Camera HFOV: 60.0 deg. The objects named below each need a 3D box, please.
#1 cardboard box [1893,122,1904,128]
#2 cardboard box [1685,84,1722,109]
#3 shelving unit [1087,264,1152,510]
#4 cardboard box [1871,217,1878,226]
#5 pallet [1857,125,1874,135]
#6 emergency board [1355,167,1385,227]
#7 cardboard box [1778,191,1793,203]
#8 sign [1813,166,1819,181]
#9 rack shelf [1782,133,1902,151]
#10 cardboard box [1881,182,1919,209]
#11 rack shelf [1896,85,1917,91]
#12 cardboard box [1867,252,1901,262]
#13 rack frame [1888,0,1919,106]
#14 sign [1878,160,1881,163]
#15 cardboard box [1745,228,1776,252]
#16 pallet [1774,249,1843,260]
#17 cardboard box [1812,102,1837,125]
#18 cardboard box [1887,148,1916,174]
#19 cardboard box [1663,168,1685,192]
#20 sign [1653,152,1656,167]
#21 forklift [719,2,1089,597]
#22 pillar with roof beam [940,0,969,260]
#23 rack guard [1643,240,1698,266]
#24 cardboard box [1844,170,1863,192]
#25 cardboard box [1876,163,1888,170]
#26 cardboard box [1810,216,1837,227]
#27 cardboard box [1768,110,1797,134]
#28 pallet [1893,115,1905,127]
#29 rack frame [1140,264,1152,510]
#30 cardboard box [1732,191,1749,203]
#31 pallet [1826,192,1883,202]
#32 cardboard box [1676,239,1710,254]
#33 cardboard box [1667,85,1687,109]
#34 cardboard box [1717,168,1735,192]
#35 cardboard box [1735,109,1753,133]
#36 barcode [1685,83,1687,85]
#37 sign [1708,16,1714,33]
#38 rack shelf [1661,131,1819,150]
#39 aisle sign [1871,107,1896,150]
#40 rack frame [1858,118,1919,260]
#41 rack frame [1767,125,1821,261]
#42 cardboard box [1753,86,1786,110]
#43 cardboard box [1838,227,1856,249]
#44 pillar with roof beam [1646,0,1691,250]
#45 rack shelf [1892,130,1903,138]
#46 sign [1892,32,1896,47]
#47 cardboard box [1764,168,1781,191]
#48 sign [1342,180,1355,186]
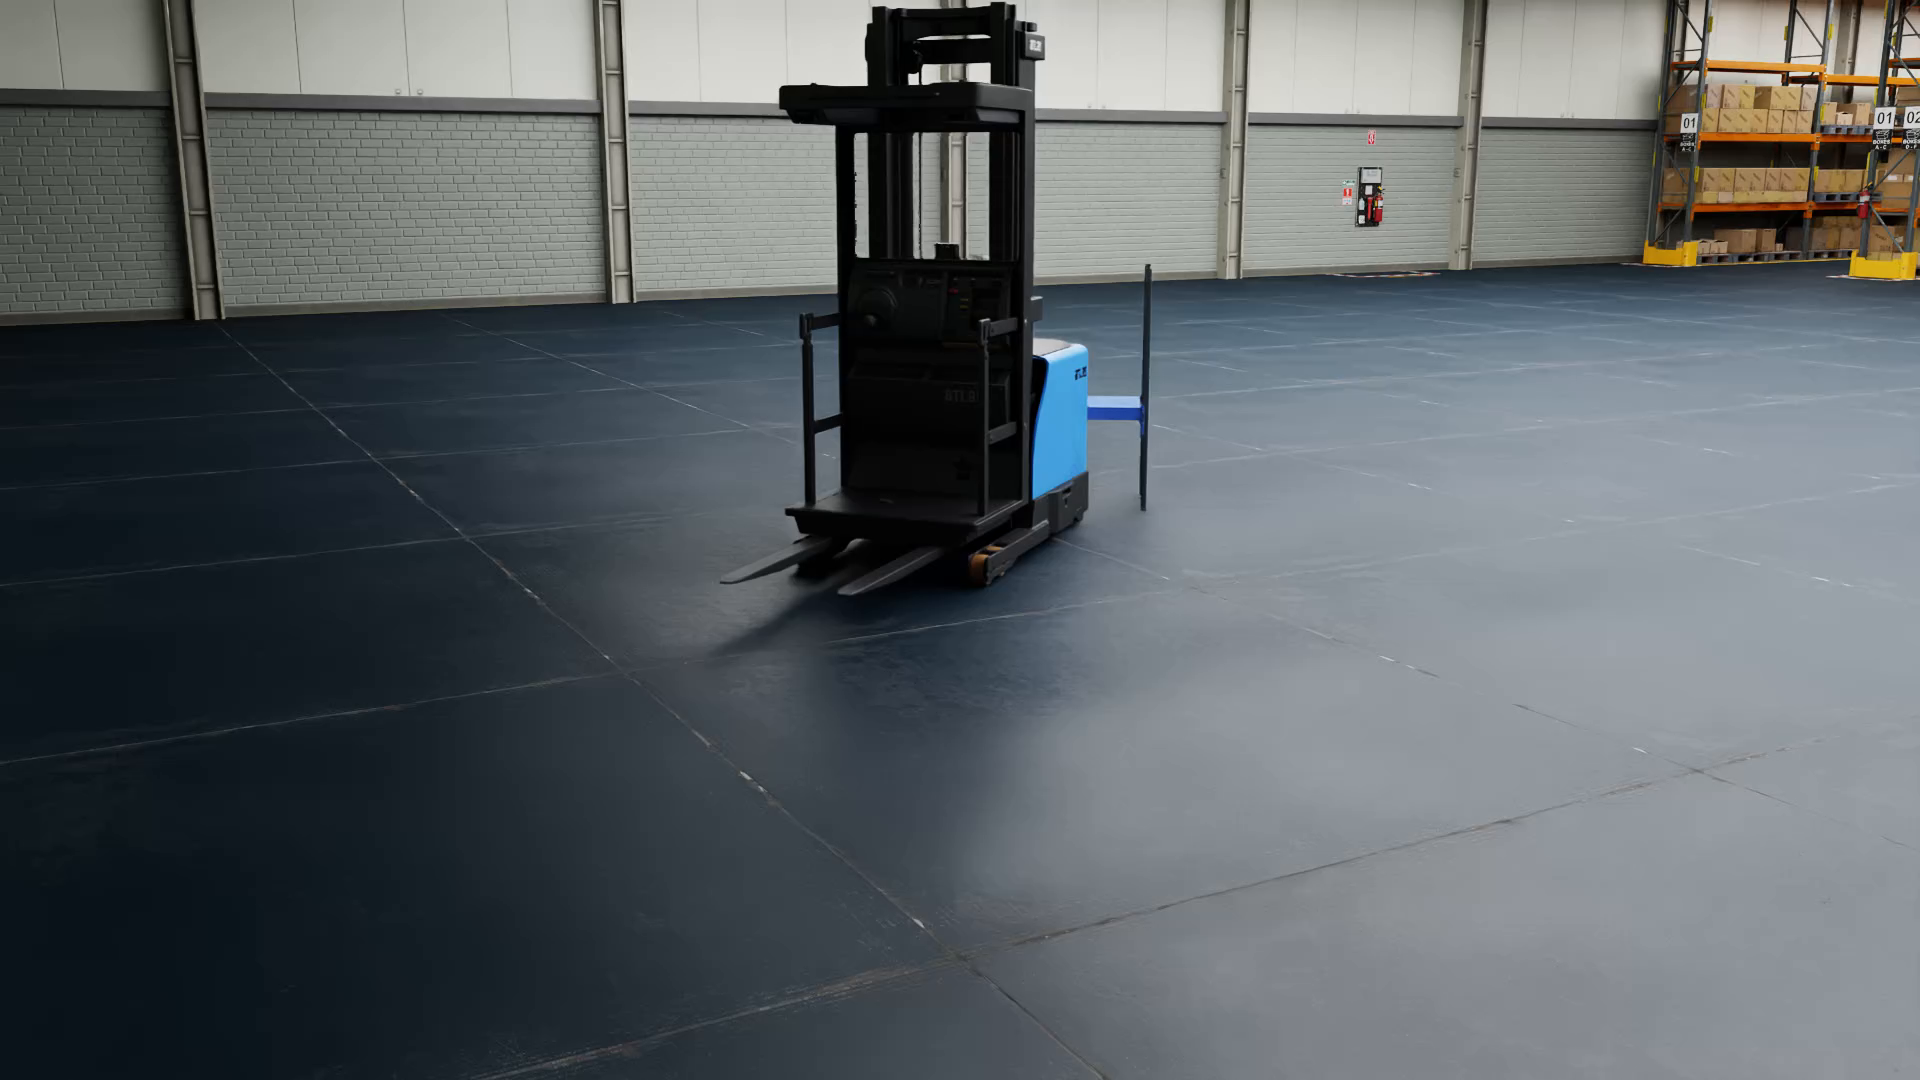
[{"bbox_3d":[22.026,-9.656,39.009,0.500,0.311,0.500,-7,14,-28],"label":"cardboard box"},{"bbox_3d":[15.961,-9.516,35.679,0.500,0.500,0.500,-8,15,-32],"label":"cardboard box"},{"bbox_3d":[0.668,-0.982,10.558,1.048,1.500,0.538,1,13,5],"label":"shelving unit"},{"bbox_3d":[21.391,-7.582,39.449,0.500,0.250,0.500,-7,14,-27],"label":"cardboard box"},{"bbox_3d":[20.519,-9.459,38.405,1.003,0.211,1.213,-7,14,-28],"label":"pallet"},{"bbox_3d":[8.253,-6.869,33.300,0.643,1.169,0.194,-7,14,-28],"label":"emergency board"},{"bbox_3d":[18.306,-7.711,37.337,0.500,0.250,0.500,-7,14,-28],"label":"cardboard box"},{"bbox_3d":[19.284,-8.252,37.473,0.005,0.325,0.100,-7,14,-28],"label":"sign"},{"bbox_3d":[20.773,-9.256,38.714,4.000,0.370,1.077,-7,14,-28],"label":"rack shelf"},{"bbox_3d":[18.299,-6.654,32.115,0.500,0.500,0.700,-7,14,-28],"label":"cardboard box"},{"bbox_3d":[24.284,-10.945,40.298,4.000,0.370,1.077,-7,14,-28],"label":"rack shelf"},{"bbox_3d":[18.213,-5.535,32.679,0.500,0.250,0.500,-7,14,-28],"label":"cardboard box"},{"bbox_3d":[22.529,-11.281,39.240,0.127,3.000,1.000,-7,14,-28],"label":"rack frame"},{"bbox_3d":[22.260,-9.026,40.246,0.005,0.325,0.100,-7,14,-28],"label":"sign"},{"bbox_3d":[18.126,-6.812,37.736,0.500,0.500,0.500,-8,15,-32],"label":"cardboard box"},{"bbox_3d":[19.700,-6.655,38.700,1.213,0.211,1.003,-7,14,-28],"label":"pallet"},{"bbox_3d":[19.536,-9.693,37.830,0.500,0.500,0.500,-5,13,-20],"label":"cardboard box"},{"bbox_3d":[18.346,-7.292,31.998,0.500,0.500,0.700,-7,14,-28],"label":"cardboard box"},{"bbox_3d":[15.819,-7.906,36.494,0.500,0.500,0.500,-7,14,-28],"label":"cardboard box"},{"bbox_3d":[15.258,-8.341,36.482,0.005,0.325,0.100,-7,14,-28],"label":"sign"},{"bbox_3d":[-0.243,-1.298,8.702,1.130,2.935,3.031,5,14,21],"label":"forklift"},{"bbox_3d":[1.970,-7.957,24.468,0.400,9.000,9.100,-7,14,-28],"label":"pillar with roof beam"},{"bbox_3d":[15.573,-6.301,36.469,0.348,0.500,1.175,-7,14,-28],"label":"rack guard"},{"bbox_3d":[20.538,-8.377,38.768,0.500,0.500,0.700,-5,14,-20],"label":"cardboard box"},{"bbox_3d":[21.965,-8.855,39.418,0.250,0.149,0.380,-10,16,-37],"label":"cardboard box"},{"bbox_3d":[20.041,-7.422,38.740,0.500,0.250,0.500,-7,15,-29],"label":"cardboard box"},{"bbox_3d":[18.243,-9.304,37.013,0.500,0.500,0.500,-8,15,-33],"label":"cardboard box"},{"bbox_3d":[18.517,-8.048,31.908,1.213,0.211,1.003,-7,14,-28],"label":"pallet"},{"bbox_3d":[1.174,-0.972,10.511,0.032,1.500,0.500,1,13,5],"label":"rack frame"},{"bbox_3d":[16.986,-7.549,36.618,0.500,0.250,0.500,-7,15,-29],"label":"cardboard box"},{"bbox_3d":[20.811,-8.045,38.960,1.213,0.211,1.003,-7,14,-28],"label":"pallet"},{"bbox_3d":[16.157,-6.471,36.653,0.500,0.311,0.500,-9,15,-34],"label":"cardboard box"},{"bbox_3d":[15.760,-9.618,36.132,0.500,0.500,0.500,-6,14,-25],"label":"cardboard box"},{"bbox_3d":[16.508,-7.857,36.279,0.500,0.500,0.500,-7,14,-28],"label":"cardboard box"},{"bbox_3d":[16.862,-9.127,36.226,0.500,0.500,0.500,-6,14,-25],"label":"cardboard box"},{"bbox_3d":[15.890,-9.976,36.403,0.075,0.075,0.001,-7,14,-28],"label":"barcode"},{"bbox_3d":[15.767,-10.829,34.925,0.005,0.325,0.100,-7,14,-28],"label":"sign"},{"bbox_3d":[17.262,-8.835,36.844,4.000,0.370,1.077,-7,14,-28],"label":"rack shelf"},{"bbox_3d":[17.685,-7.876,31.854,0.004,0.787,0.394,-7,14,-28],"label":"aisle sign"},{"bbox_3d":[17.884,-6.558,31.919,0.127,3.000,1.000,-7,14,-28],"label":"rack frame"},{"bbox_3d":[19.018,-7.933,38.029,0.127,3.000,1.000,-7,14,-28],"label":"rack frame"},{"bbox_3d":[17.778,-9.722,36.592,0.500,0.500,0.500,-7,15,-30],"label":"cardboard box"},{"bbox_3d":[20.552,-7.119,39.102,0.500,0.500,0.700,-7,14,-27],"label":"cardboard box"},{"bbox_3d":[17.769,-9.850,32.882,0.400,9.000,9.100,-7,14,-28],"label":"pillar with roof beam"},{"bbox_3d":[19.639,-7.881,32.604,4.000,0.370,1.077,-7,14,-28],"label":"rack shelf"},{"bbox_3d":[22.260,-11.921,39.594,0.005,0.325,0.100,-7,14,-28],"label":"sign"},{"bbox_3d":[17.868,-8.022,37.011,0.500,0.500,0.500,-7,15,-29],"label":"cardboard box"},{"bbox_3d":[7.726,-7.106,33.062,0.331,0.109,0.001,-7,14,-28],"label":"sign"}]
